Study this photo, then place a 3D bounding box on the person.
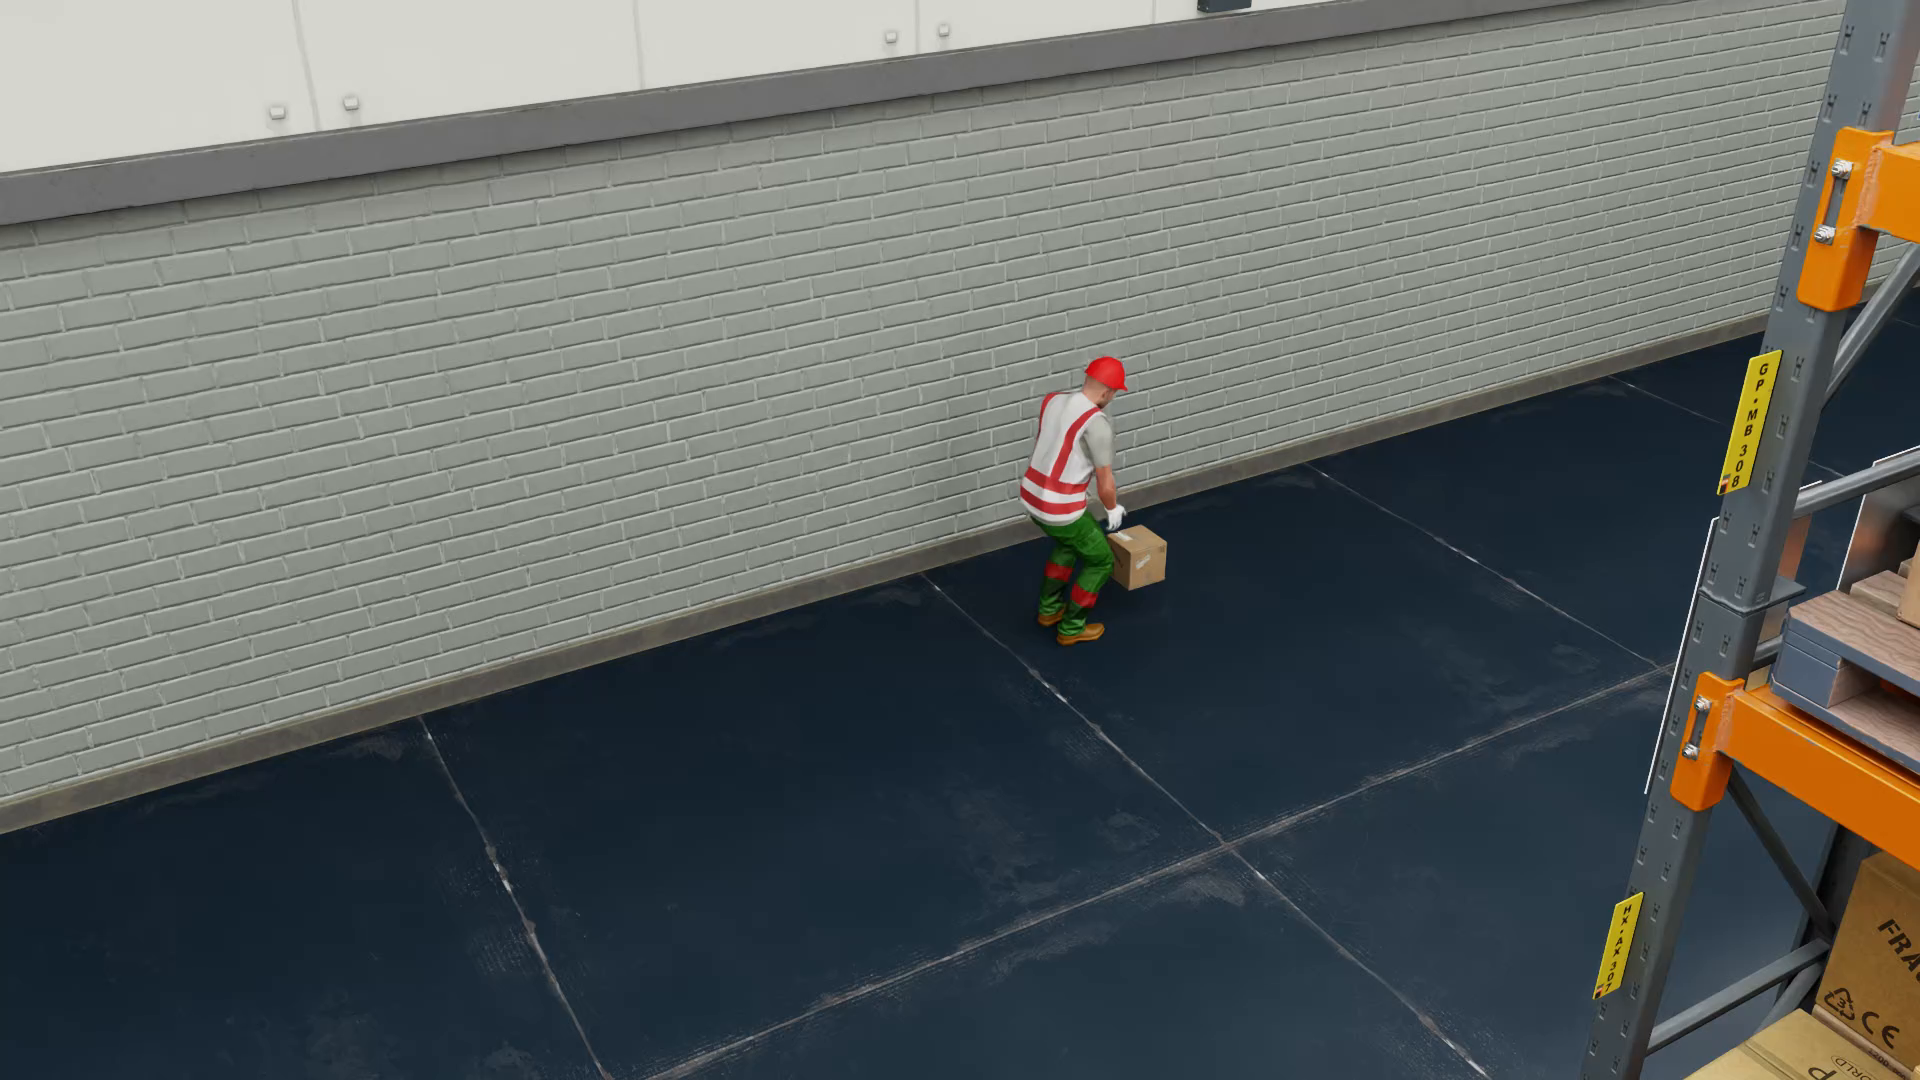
[{"bbox_3d":[0.627,-0.224,9.144,0.625,1.604,0.572,-15,32,-26],"label":"person"}]
